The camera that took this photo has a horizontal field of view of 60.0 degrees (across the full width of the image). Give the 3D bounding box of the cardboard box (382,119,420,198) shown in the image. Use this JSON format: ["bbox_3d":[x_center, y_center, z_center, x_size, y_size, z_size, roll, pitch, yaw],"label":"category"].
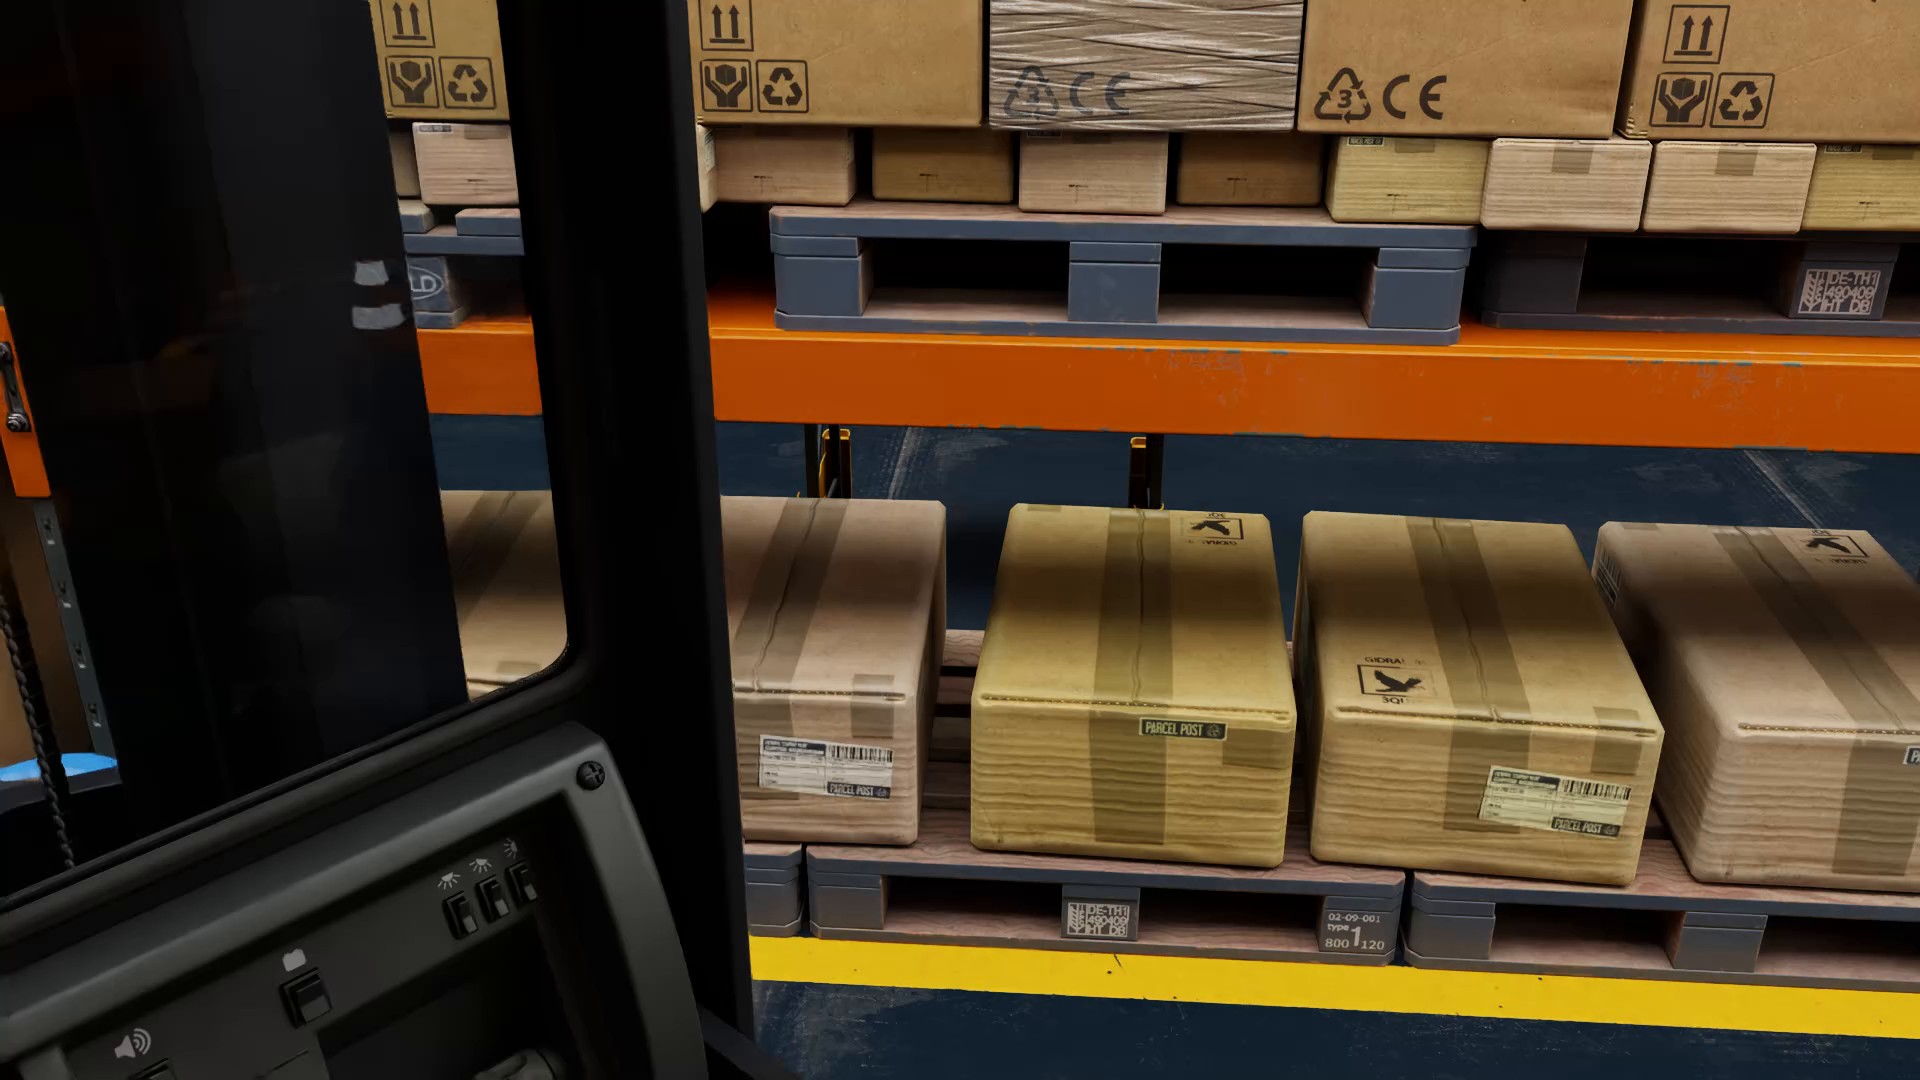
[{"bbox_3d":[-1.083,-0.754,3.099,0.250,0.149,0.380,0,25,1],"label":"cardboard box"}]

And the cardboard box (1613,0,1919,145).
[{"bbox_3d":[1.344,-0.966,2.784,0.500,0.500,0.500,2,25,4],"label":"cardboard box"}]

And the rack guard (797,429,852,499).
[{"bbox_3d":[-0.421,-0.127,5.227,0.087,0.250,0.587,2,25,4],"label":"rack guard"}]

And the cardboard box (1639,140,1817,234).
[{"bbox_3d":[1.261,-0.648,2.868,0.250,0.149,0.380,1,25,3],"label":"cardboard box"}]

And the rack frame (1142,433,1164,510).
[{"bbox_3d":[0.592,-0.662,4.895,0.032,1.500,0.500,2,25,4],"label":"rack frame"}]

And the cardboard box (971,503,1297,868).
[{"bbox_3d":[0.383,0.283,3.687,0.625,0.372,0.950,3,25,6],"label":"cardboard box"}]

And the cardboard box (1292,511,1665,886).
[{"bbox_3d":[1.076,0.305,3.640,0.625,0.372,0.950,3,25,7],"label":"cardboard box"}]

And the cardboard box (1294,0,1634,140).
[{"bbox_3d":[0.830,-0.986,2.825,0.500,0.500,0.500,3,25,6],"label":"cardboard box"}]

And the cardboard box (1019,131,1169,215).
[{"bbox_3d":[0.246,-0.706,2.993,0.250,0.149,0.380,3,25,6],"label":"cardboard box"}]

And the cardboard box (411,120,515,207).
[{"bbox_3d":[-0.813,-0.726,3.038,0.250,0.149,0.380,0,25,1],"label":"cardboard box"}]

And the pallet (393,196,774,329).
[{"bbox_3d":[-0.953,-0.723,3.463,1.003,0.211,1.213,2,25,4],"label":"pallet"}]

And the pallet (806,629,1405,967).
[{"bbox_3d":[0.320,0.544,3.816,1.213,0.211,1.003,2,25,4],"label":"pallet"}]

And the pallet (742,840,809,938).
[{"bbox_3d":[-0.893,0.504,3.903,1.213,0.211,1.003,2,25,4],"label":"pallet"}]

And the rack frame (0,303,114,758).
[{"bbox_3d":[-1.672,-0.789,3.376,0.127,3.000,1.000,2,25,4],"label":"rack frame"}]

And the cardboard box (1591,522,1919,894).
[{"bbox_3d":[1.793,0.327,3.593,0.625,0.372,0.950,2,25,5],"label":"cardboard box"}]

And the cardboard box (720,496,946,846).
[{"bbox_3d":[-0.373,0.257,3.745,0.625,0.372,0.950,1,25,3],"label":"cardboard box"}]

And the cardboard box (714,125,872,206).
[{"bbox_3d":[-0.294,-0.734,3.054,0.250,0.149,0.380,3,25,7],"label":"cardboard box"}]

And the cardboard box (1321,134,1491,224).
[{"bbox_3d":[0.766,-0.677,2.932,0.250,0.149,0.380,2,25,4],"label":"cardboard box"}]

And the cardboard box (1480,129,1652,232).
[{"bbox_3d":[1.007,-0.654,2.882,0.250,0.149,0.380,2,25,4],"label":"cardboard box"}]

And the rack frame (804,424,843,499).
[{"bbox_3d":[-0.422,-0.695,4.966,0.032,1.500,0.500,2,25,4],"label":"rack frame"}]

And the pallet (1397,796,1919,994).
[{"bbox_3d":[1.540,0.582,3.733,1.213,0.211,1.003,2,25,4],"label":"pallet"}]

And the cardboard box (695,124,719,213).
[{"bbox_3d":[-0.541,-0.709,3.001,0.250,0.149,0.380,2,25,4],"label":"cardboard box"}]

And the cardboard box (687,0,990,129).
[{"bbox_3d":[-0.191,-1.021,2.903,0.500,0.500,0.500,2,25,5],"label":"cardboard box"}]

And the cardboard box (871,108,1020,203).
[{"bbox_3d":[-0.010,-0.741,3.070,0.250,0.149,0.380,3,25,6],"label":"cardboard box"}]

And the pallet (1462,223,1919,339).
[{"bbox_3d":[1.566,-0.659,3.322,1.213,0.211,1.003,2,25,4],"label":"pallet"}]

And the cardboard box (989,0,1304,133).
[{"bbox_3d":[0.307,-1.002,2.861,0.500,0.500,0.500,1,25,2],"label":"cardboard box"}]

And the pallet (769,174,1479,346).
[{"bbox_3d":[0.305,-0.655,3.315,1.213,0.211,1.003,2,25,4],"label":"pallet"}]

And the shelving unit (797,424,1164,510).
[{"bbox_3d":[0.076,-0.679,4.931,1.083,1.500,0.587,2,25,4],"label":"shelving unit"}]

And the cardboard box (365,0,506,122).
[{"bbox_3d":[-0.721,-1.035,2.934,0.500,0.500,0.500,3,25,7],"label":"cardboard box"}]

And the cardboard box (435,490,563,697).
[{"bbox_3d":[-1.109,0.237,3.789,0.625,0.372,0.950,0,25,0],"label":"cardboard box"}]

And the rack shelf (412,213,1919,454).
[{"bbox_3d":[0.322,-0.398,3.387,4.000,0.370,1.077,2,25,4],"label":"rack shelf"}]

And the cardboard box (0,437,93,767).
[{"bbox_3d":[-2.354,-0.071,3.855,0.875,0.875,0.875,2,25,4],"label":"cardboard box"}]

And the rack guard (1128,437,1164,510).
[{"bbox_3d":[0.573,-0.095,5.158,0.087,0.250,0.587,2,25,4],"label":"rack guard"}]

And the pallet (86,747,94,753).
[{"bbox_3d":[-2.452,0.421,4.082,1.213,0.211,1.003,2,25,4],"label":"pallet"}]

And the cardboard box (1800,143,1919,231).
[{"bbox_3d":[1.521,-0.655,2.882,0.250,0.149,0.380,1,25,2],"label":"cardboard box"}]

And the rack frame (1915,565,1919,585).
[{"bbox_3d":[2.316,-0.661,3.097,0.127,3.000,1.000,2,25,4],"label":"rack frame"}]

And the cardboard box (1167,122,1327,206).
[{"bbox_3d":[0.511,-0.729,3.043,0.250,0.149,0.380,1,25,2],"label":"cardboard box"}]

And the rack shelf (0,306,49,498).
[{"bbox_3d":[-3.666,-0.526,3.665,4.000,0.370,1.077,2,25,4],"label":"rack shelf"}]
